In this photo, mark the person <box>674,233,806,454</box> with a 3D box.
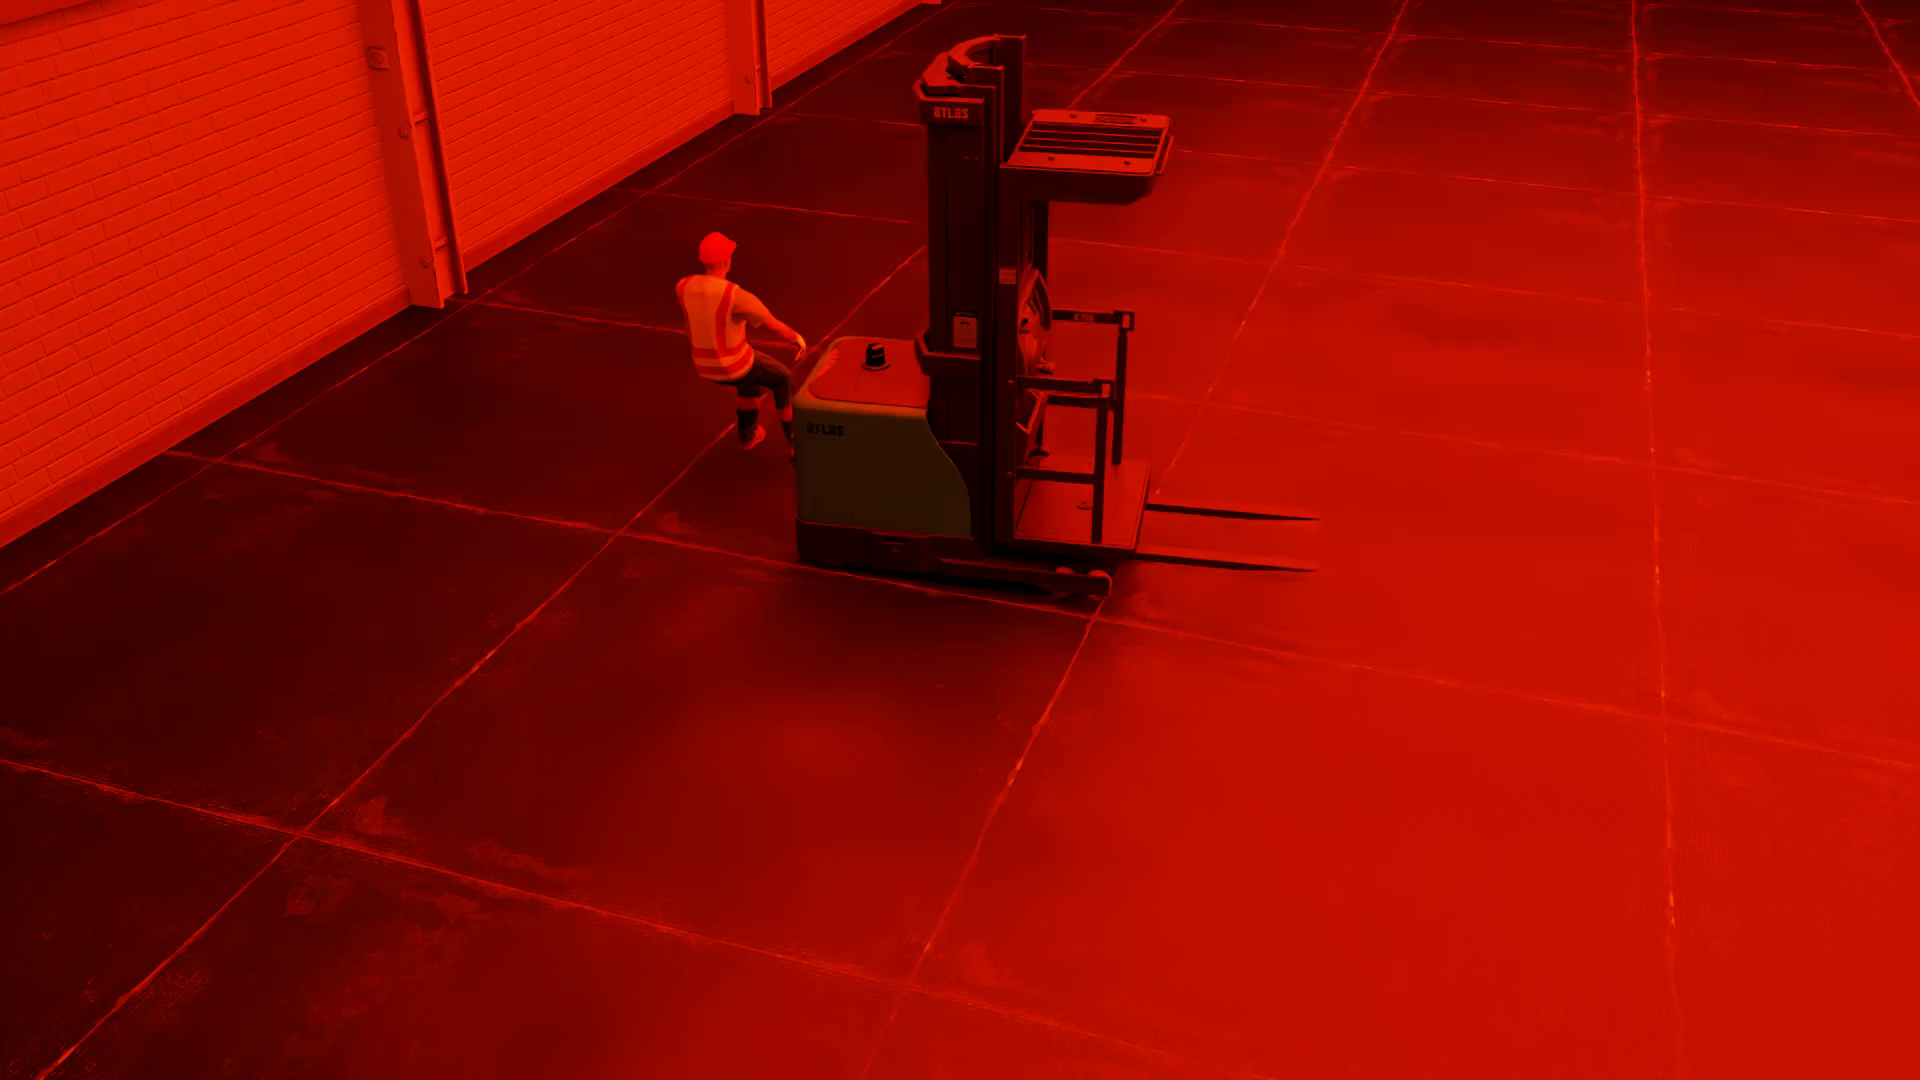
[{"bbox_3d":[-1.397,-1.221,10.718,0.825,1.655,0.701,13,32,21],"label":"person"}]

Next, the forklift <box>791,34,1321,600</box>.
[{"bbox_3d":[0.603,-1.219,9.276,3.031,2.935,1.130,6,30,10],"label":"forklift"}]
